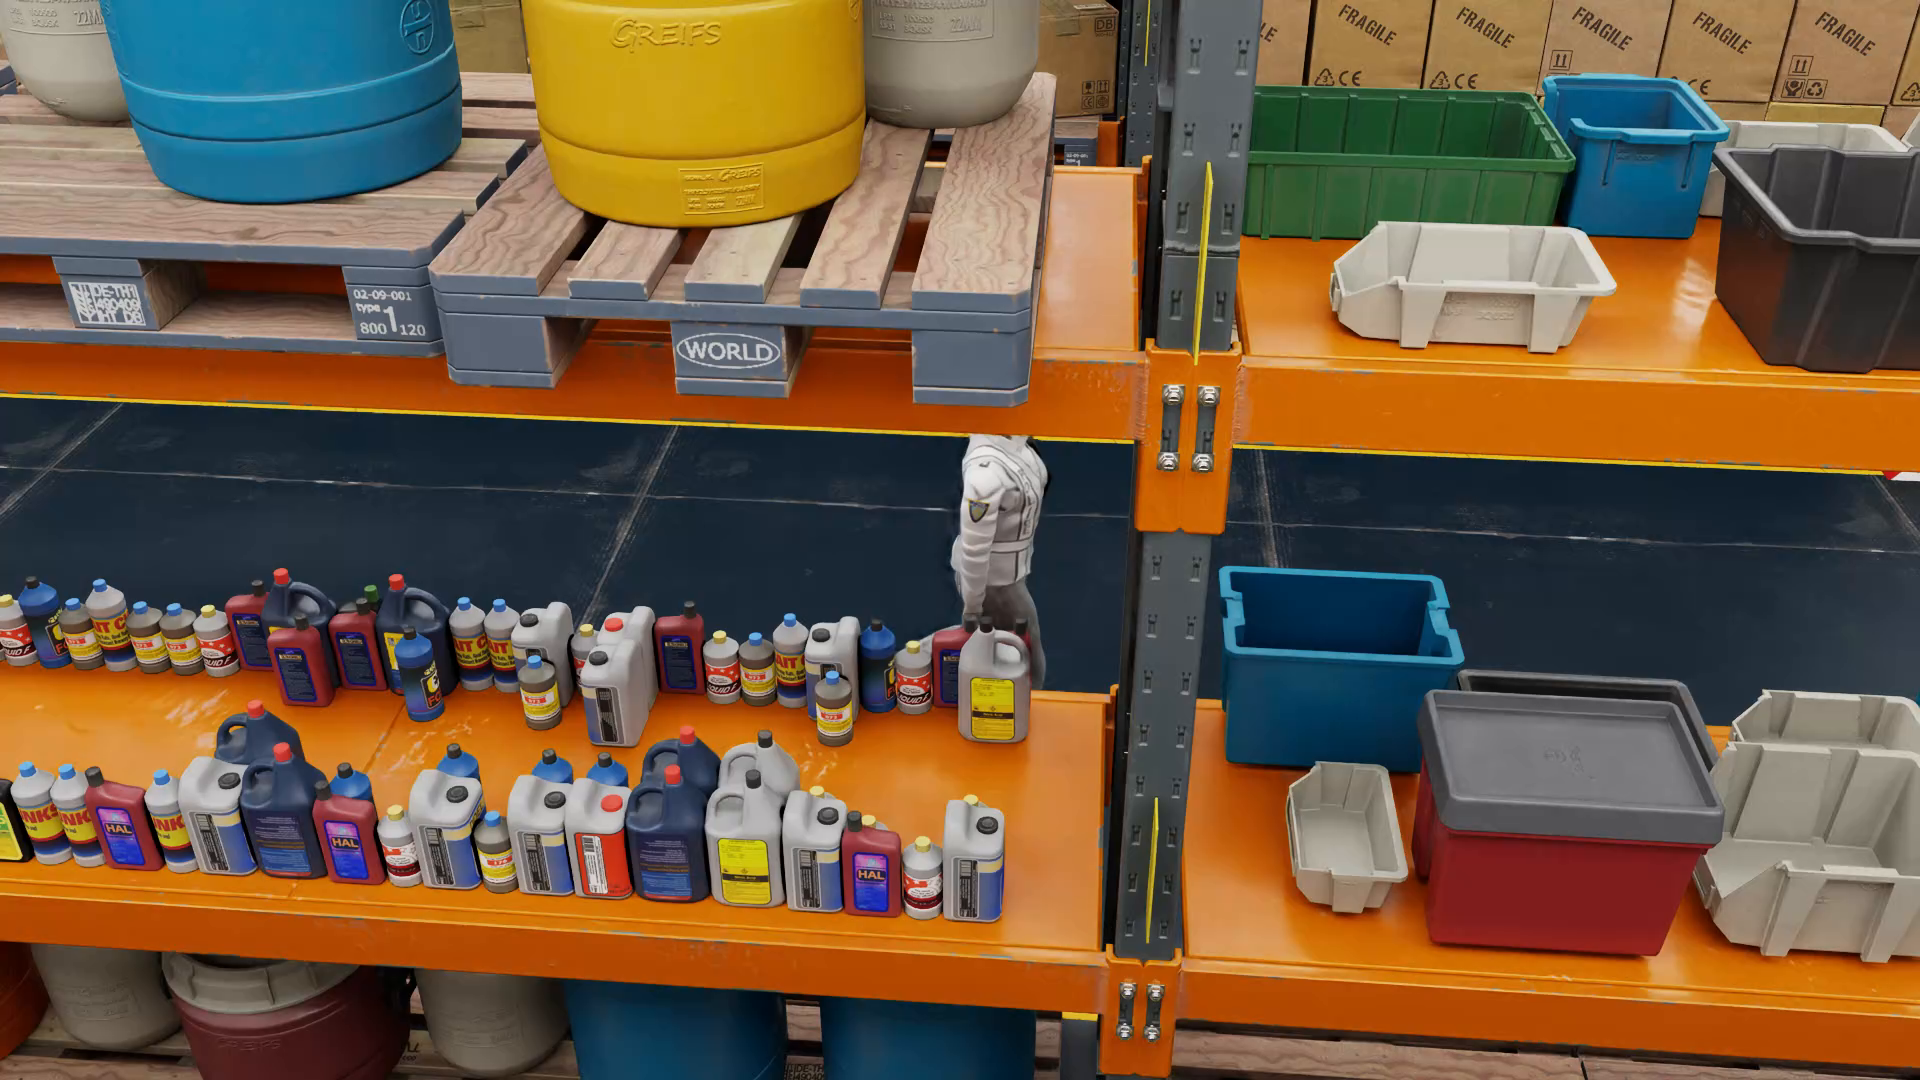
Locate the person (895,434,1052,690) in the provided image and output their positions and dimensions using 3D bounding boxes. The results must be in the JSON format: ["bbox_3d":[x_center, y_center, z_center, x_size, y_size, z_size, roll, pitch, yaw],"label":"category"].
[{"bbox_3d":[0.076,0.093,5.946,0.765,1.658,0.472,3,32,5],"label":"person"}]
